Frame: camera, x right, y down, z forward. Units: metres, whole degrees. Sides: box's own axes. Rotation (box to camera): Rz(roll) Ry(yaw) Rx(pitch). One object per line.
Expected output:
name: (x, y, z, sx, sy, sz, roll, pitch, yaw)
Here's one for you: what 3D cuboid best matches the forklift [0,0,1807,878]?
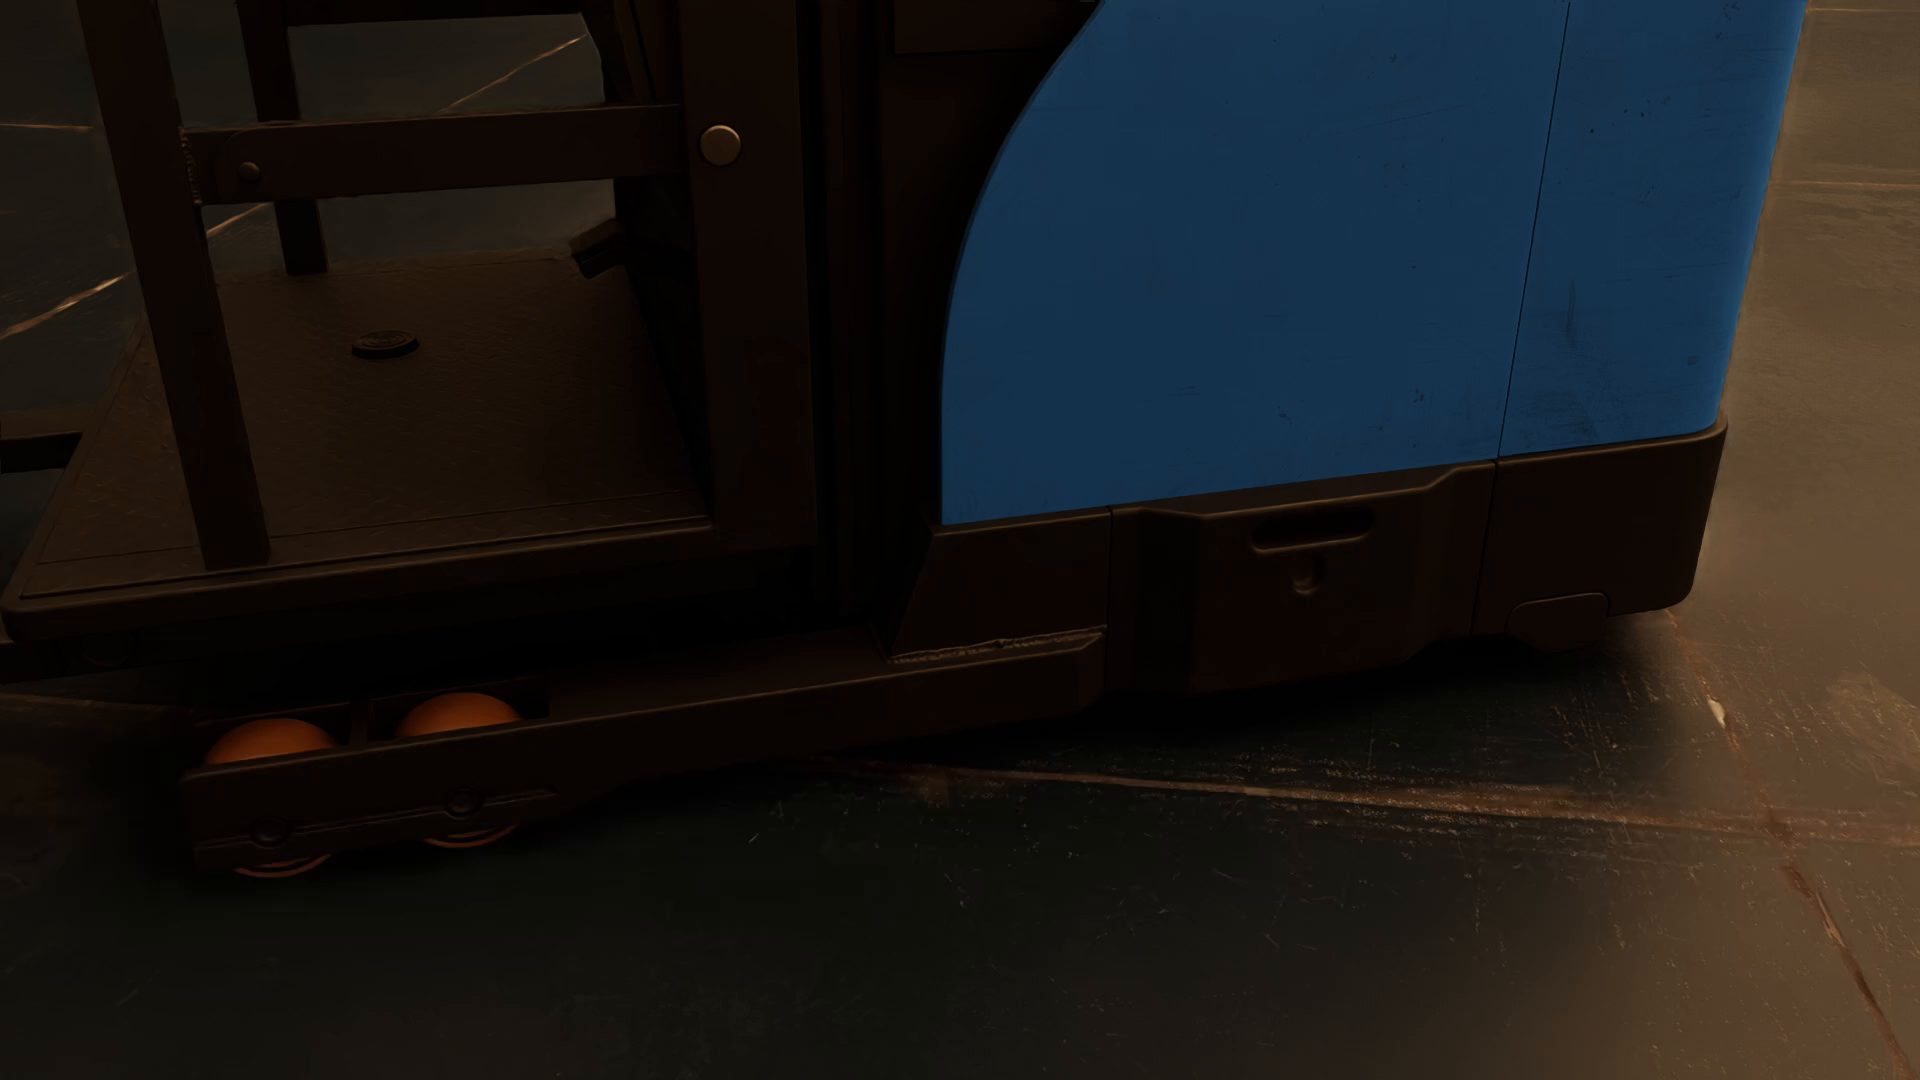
forklift: (-0.594, -1.213, 1.649, 3.031, 2.935, 1.130, -7, 27, -14)
